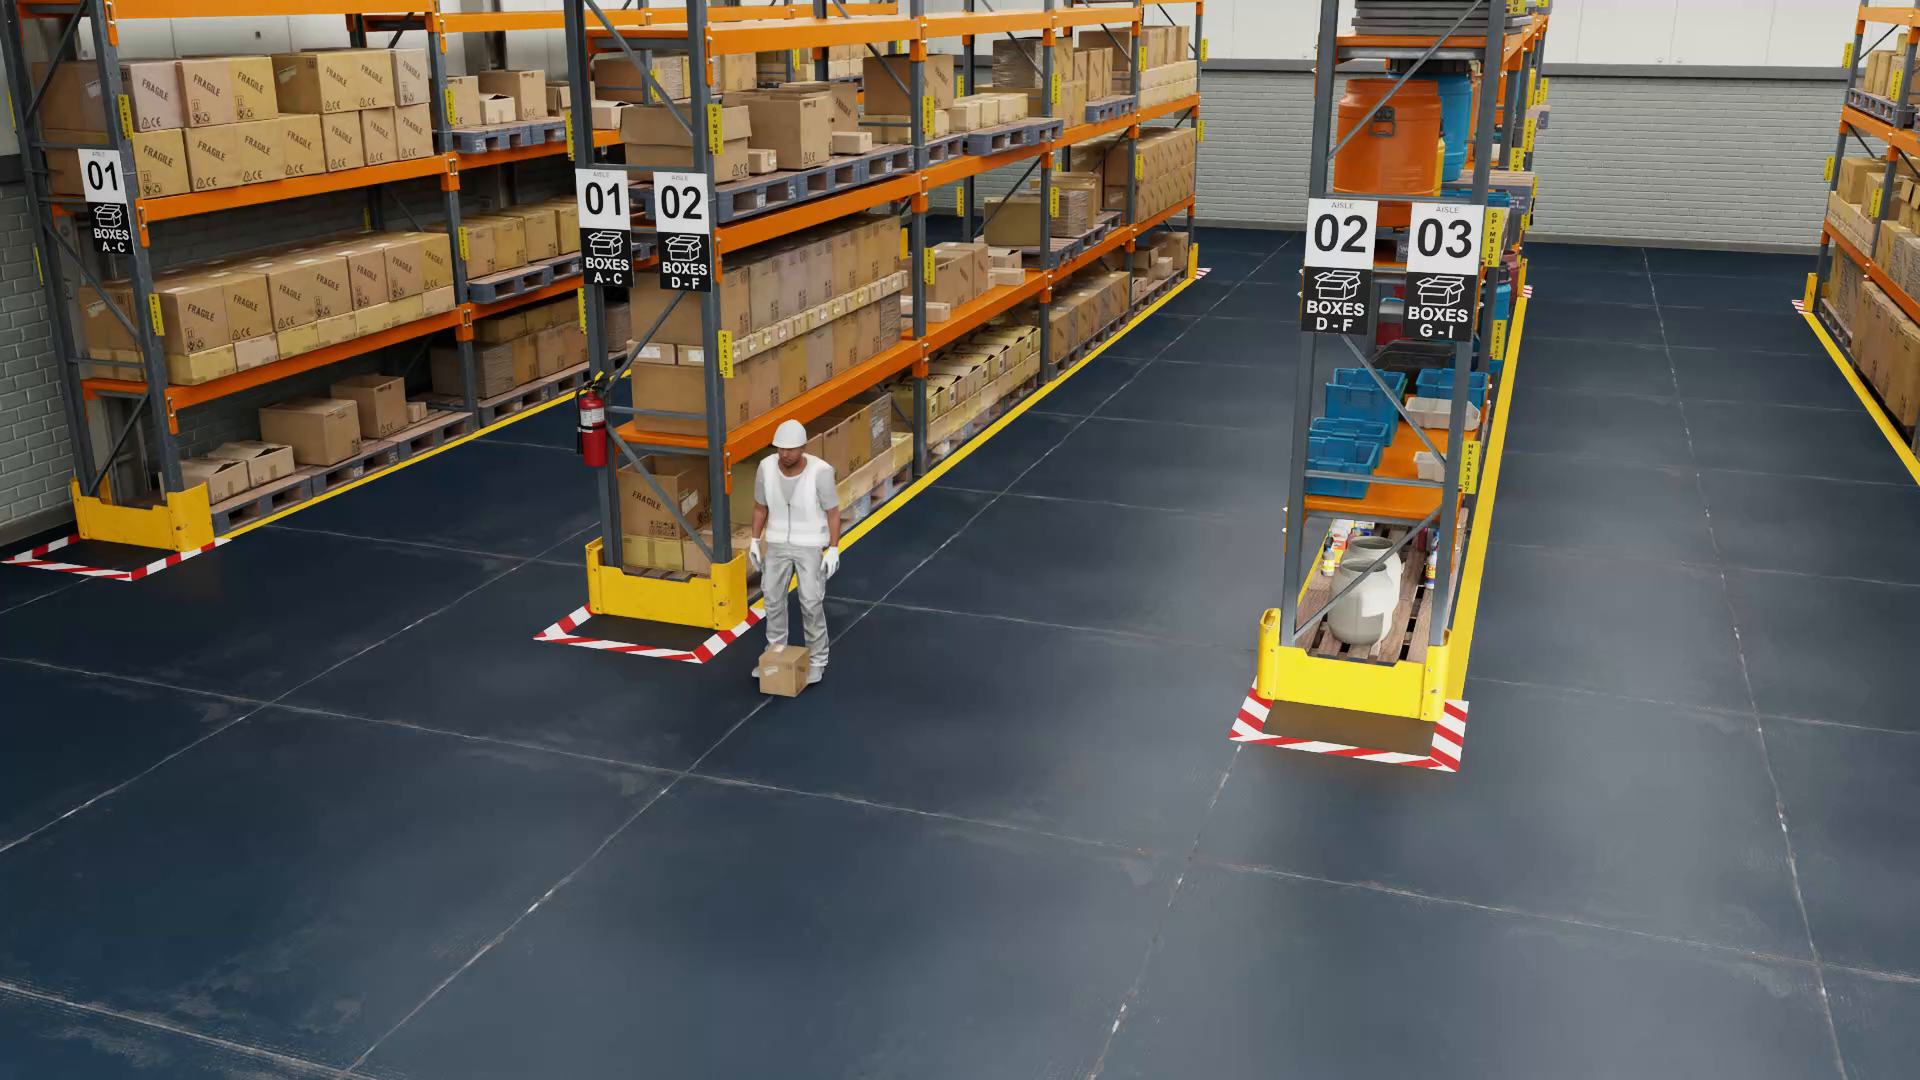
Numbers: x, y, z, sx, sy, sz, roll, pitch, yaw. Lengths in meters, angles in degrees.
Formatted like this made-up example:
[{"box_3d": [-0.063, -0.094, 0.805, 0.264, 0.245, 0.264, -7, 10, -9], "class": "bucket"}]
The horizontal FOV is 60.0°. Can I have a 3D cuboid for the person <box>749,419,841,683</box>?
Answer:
[{"box_3d": [-1.083, 0.062, 10.860, 0.617, 1.772, 0.452, 5, 19, 16], "class": "person"}]
